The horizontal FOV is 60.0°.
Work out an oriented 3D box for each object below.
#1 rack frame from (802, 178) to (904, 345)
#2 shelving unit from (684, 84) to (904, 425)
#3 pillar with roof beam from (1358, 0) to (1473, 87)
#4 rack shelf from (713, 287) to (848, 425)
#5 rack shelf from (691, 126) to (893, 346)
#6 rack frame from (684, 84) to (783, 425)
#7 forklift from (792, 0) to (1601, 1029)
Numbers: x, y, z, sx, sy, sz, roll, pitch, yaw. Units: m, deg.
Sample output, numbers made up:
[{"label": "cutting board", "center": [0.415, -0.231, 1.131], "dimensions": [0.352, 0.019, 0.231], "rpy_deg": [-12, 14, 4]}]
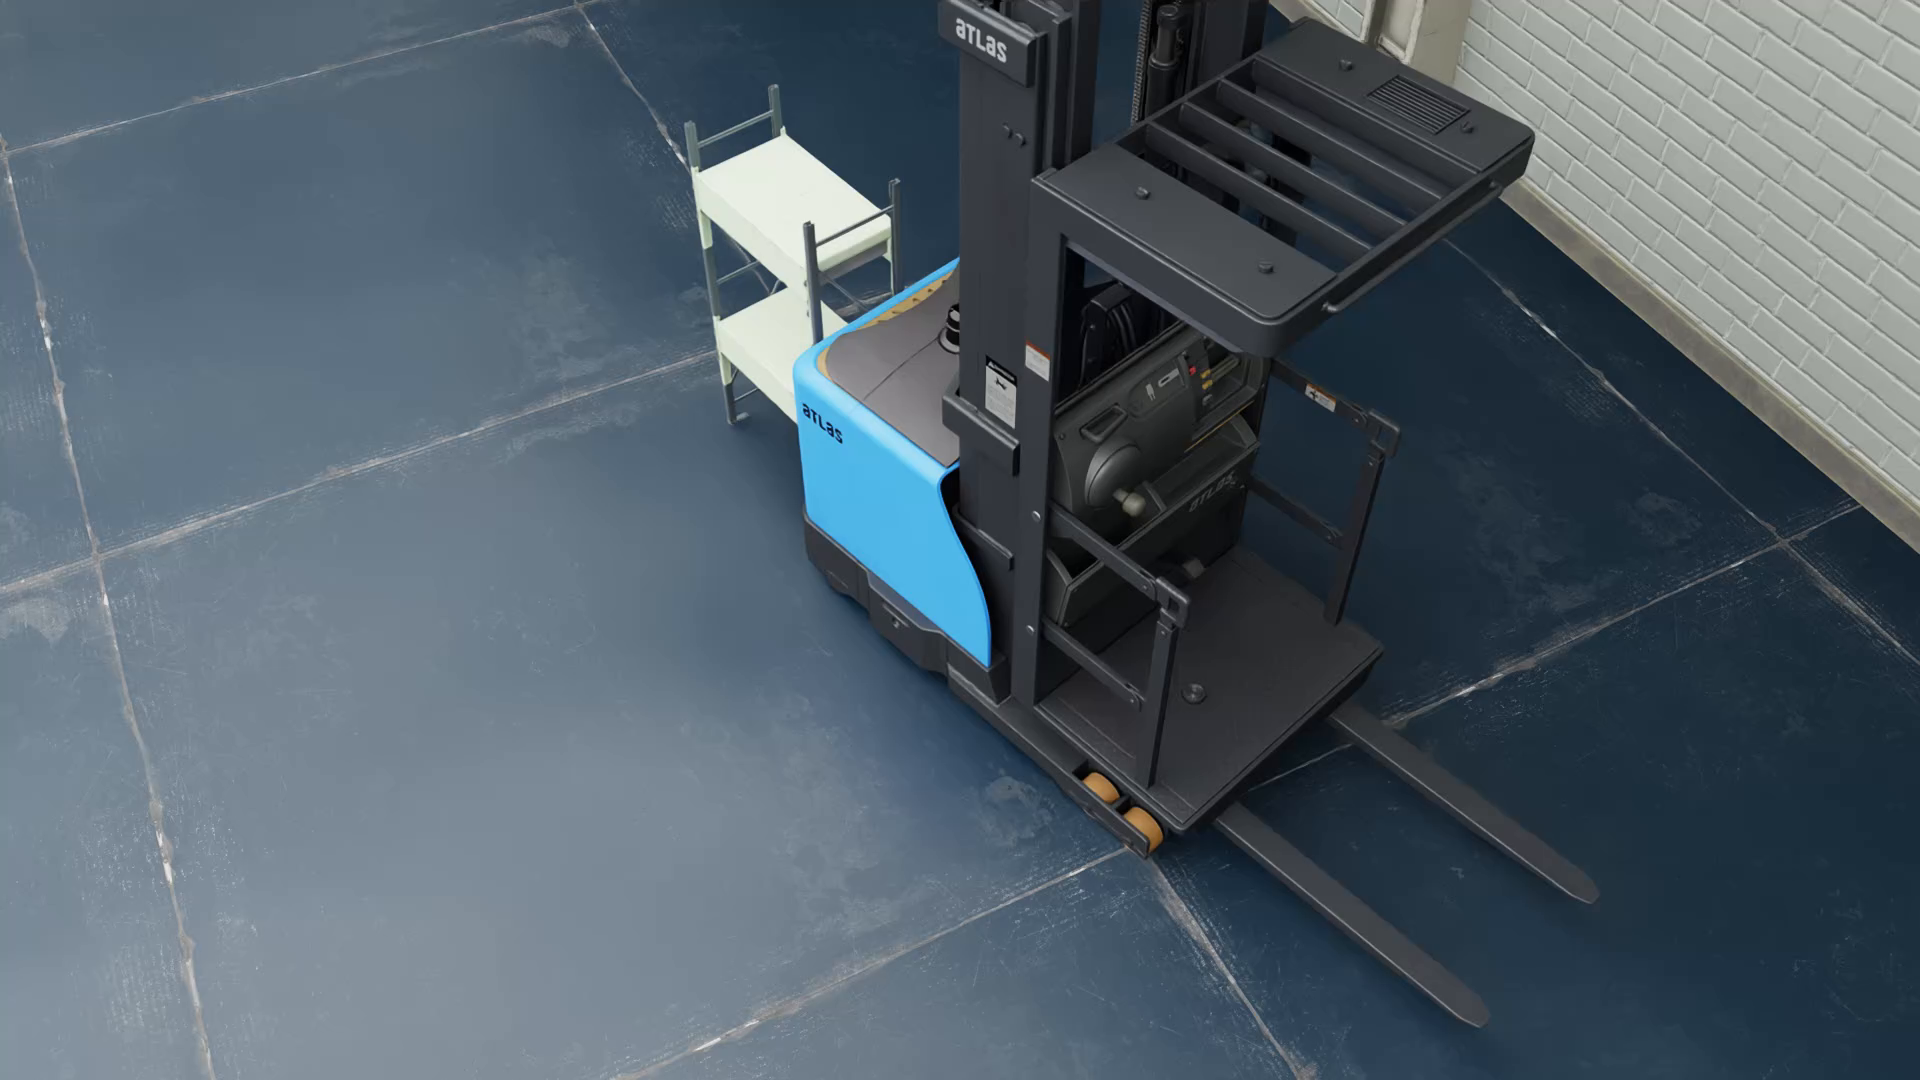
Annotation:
[{"label": "rack frame", "center": [-0.367, -0.655, 6.219], "dimensions": [0.400, 1.500, 0.023], "rpy_deg": [-31, 56, -24]}, {"label": "shelving unit", "center": [-0.597, -0.869, 6.406], "dimensions": [0.431, 1.500, 0.755], "rpy_deg": [-31, 56, -24]}, {"label": "pillar with roof beam", "center": [-1.635, -3.588, 3.803], "dimensions": [9.100, 9.000, 0.400], "rpy_deg": [-21, 52, -18]}, {"label": "rack shelf", "center": [-0.597, -0.654, 6.652], "dimensions": [0.431, 0.370, 0.720], "rpy_deg": [-31, 56, -24]}, {"label": "rack shelf", "center": [-0.597, -1.126, 6.112], "dimensions": [0.431, 0.370, 0.720], "rpy_deg": [-31, 56, -24]}, {"label": "rack frame", "center": [-0.827, -1.083, 6.594], "dimensions": [0.400, 1.500, 0.023], "rpy_deg": [-31, 56, -24]}, {"label": "forklift", "center": [0.780, -0.331, 4.985], "dimensions": [1.130, 2.935, 3.031], "rpy_deg": [-36, 58, -27]}]
